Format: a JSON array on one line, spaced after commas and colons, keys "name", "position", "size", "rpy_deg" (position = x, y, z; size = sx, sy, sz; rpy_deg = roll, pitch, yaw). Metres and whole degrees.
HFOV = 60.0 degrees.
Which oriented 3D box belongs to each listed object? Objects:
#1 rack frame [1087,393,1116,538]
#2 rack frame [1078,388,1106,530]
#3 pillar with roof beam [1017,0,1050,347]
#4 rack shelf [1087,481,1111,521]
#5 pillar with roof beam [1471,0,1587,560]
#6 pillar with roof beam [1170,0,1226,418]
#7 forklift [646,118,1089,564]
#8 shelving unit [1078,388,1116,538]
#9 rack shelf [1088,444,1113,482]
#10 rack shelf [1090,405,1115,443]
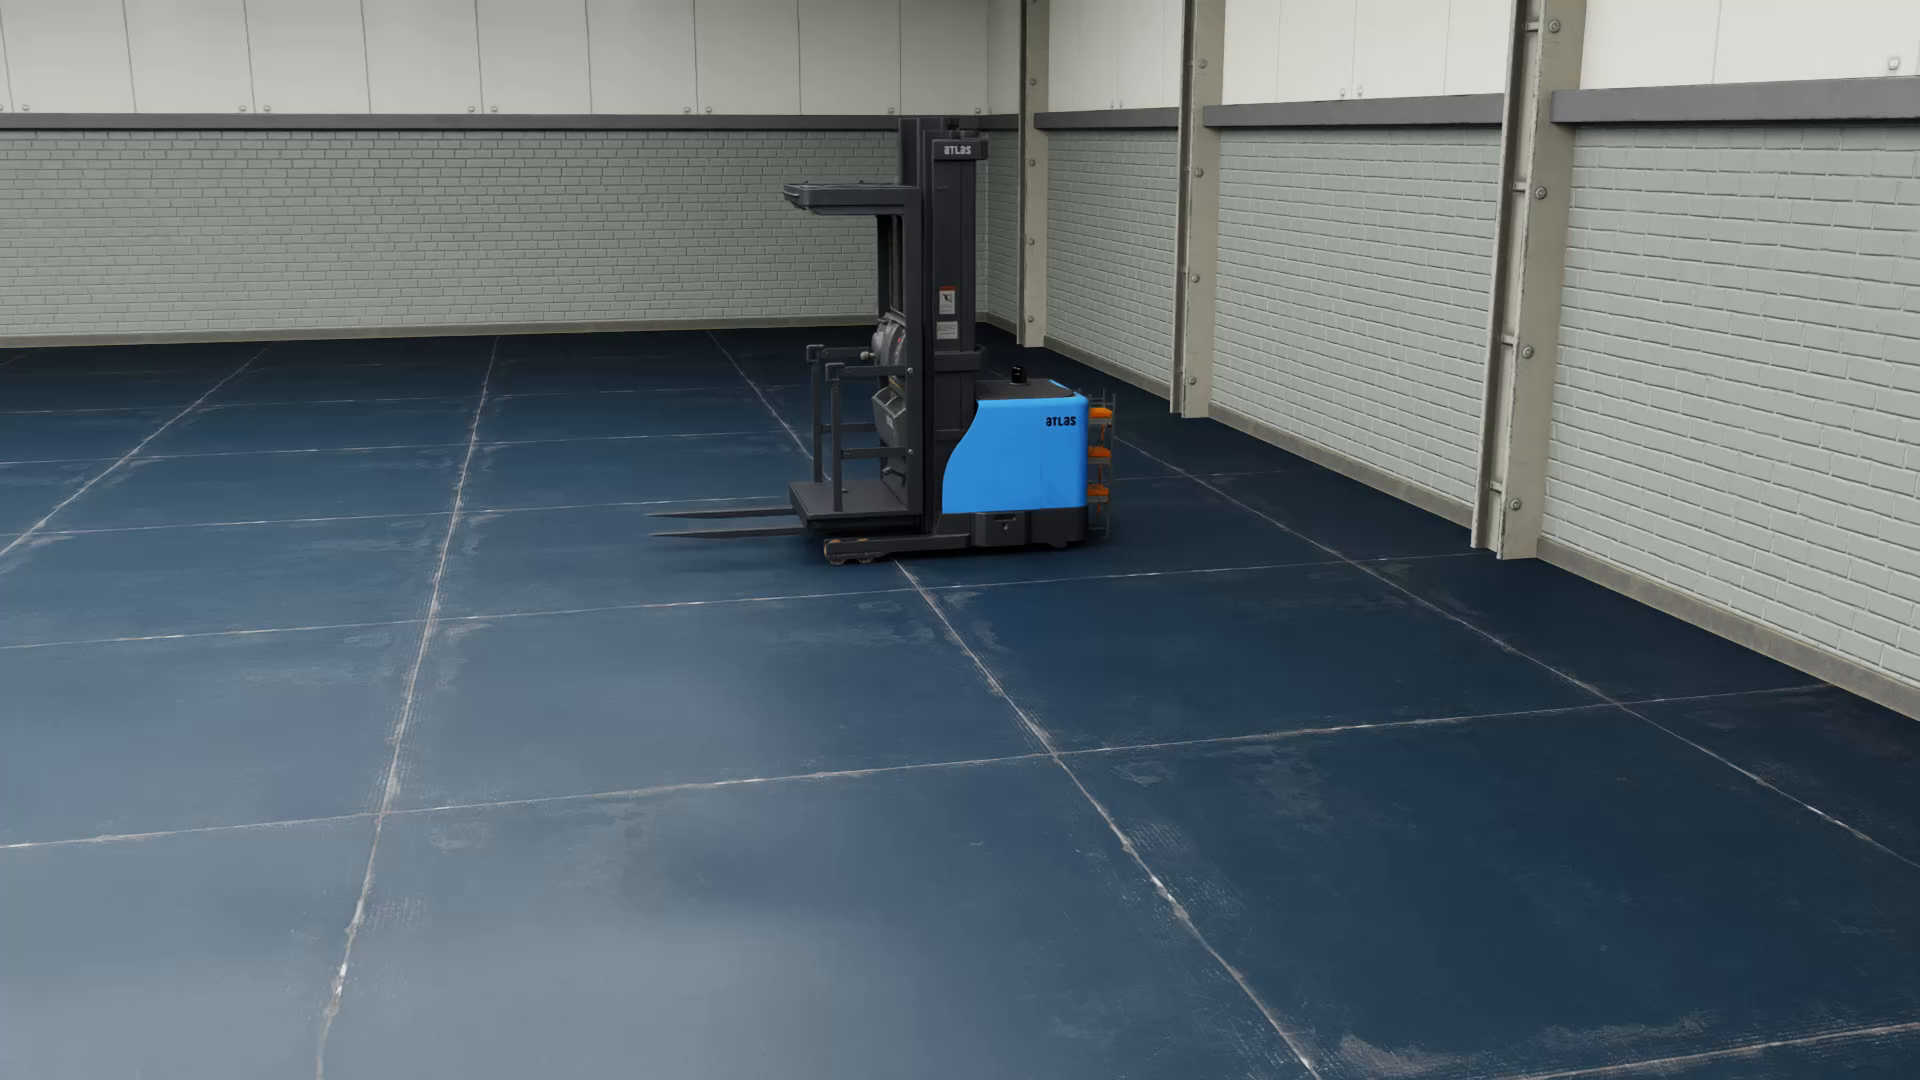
[{"name": "rack frame", "position": [0.988, -0.524, 11.848], "size": [0.200, 1.050, 0.008], "rpy_deg": [-1, 14, -13]}, {"name": "rack frame", "position": [0.935, -0.581, 12.079], "size": [0.200, 1.050, 0.008], "rpy_deg": [-1, 14, -13]}, {"name": "pillar with roof beam", "position": [-3.202, -6.820, 20.880], "size": [9.100, 9.000, 0.400], "rpy_deg": [-3, 14, -13]}, {"name": "rack shelf", "position": [0.953, -0.272, 12.030], "size": [0.215, 0.259, 0.240], "rpy_deg": [-1, 14, -13]}, {"name": "pillar with roof beam", "position": [-0.383, -4.051, 9.549], "size": [9.100, 9.000, 0.400], "rpy_deg": [-3, 14, -13]}, {"name": "pillar with roof beam", "position": [-1.792, -5.436, 15.215], "size": [9.100, 9.000, 0.400], "rpy_deg": [-3, 14, -13]}, {"name": "forklift", "position": [-0.671, -1.396, 11.466], "size": [3.031, 2.935, 1.130], "rpy_deg": [-3, 14, -12]}, {"name": "shelving unit", "position": [0.961, -0.553, 11.963], "size": [0.215, 1.050, 0.252], "rpy_deg": [-1, 14, -13]}, {"name": "rack shelf", "position": [0.961, -0.542, 11.966], "size": [0.215, 0.259, 0.240], "rpy_deg": [-1, 14, -13]}, {"name": "rack shelf", "position": [0.969, -0.818, 11.900], "size": [0.215, 0.259, 0.240], "rpy_deg": [-1, 14, -13]}]
